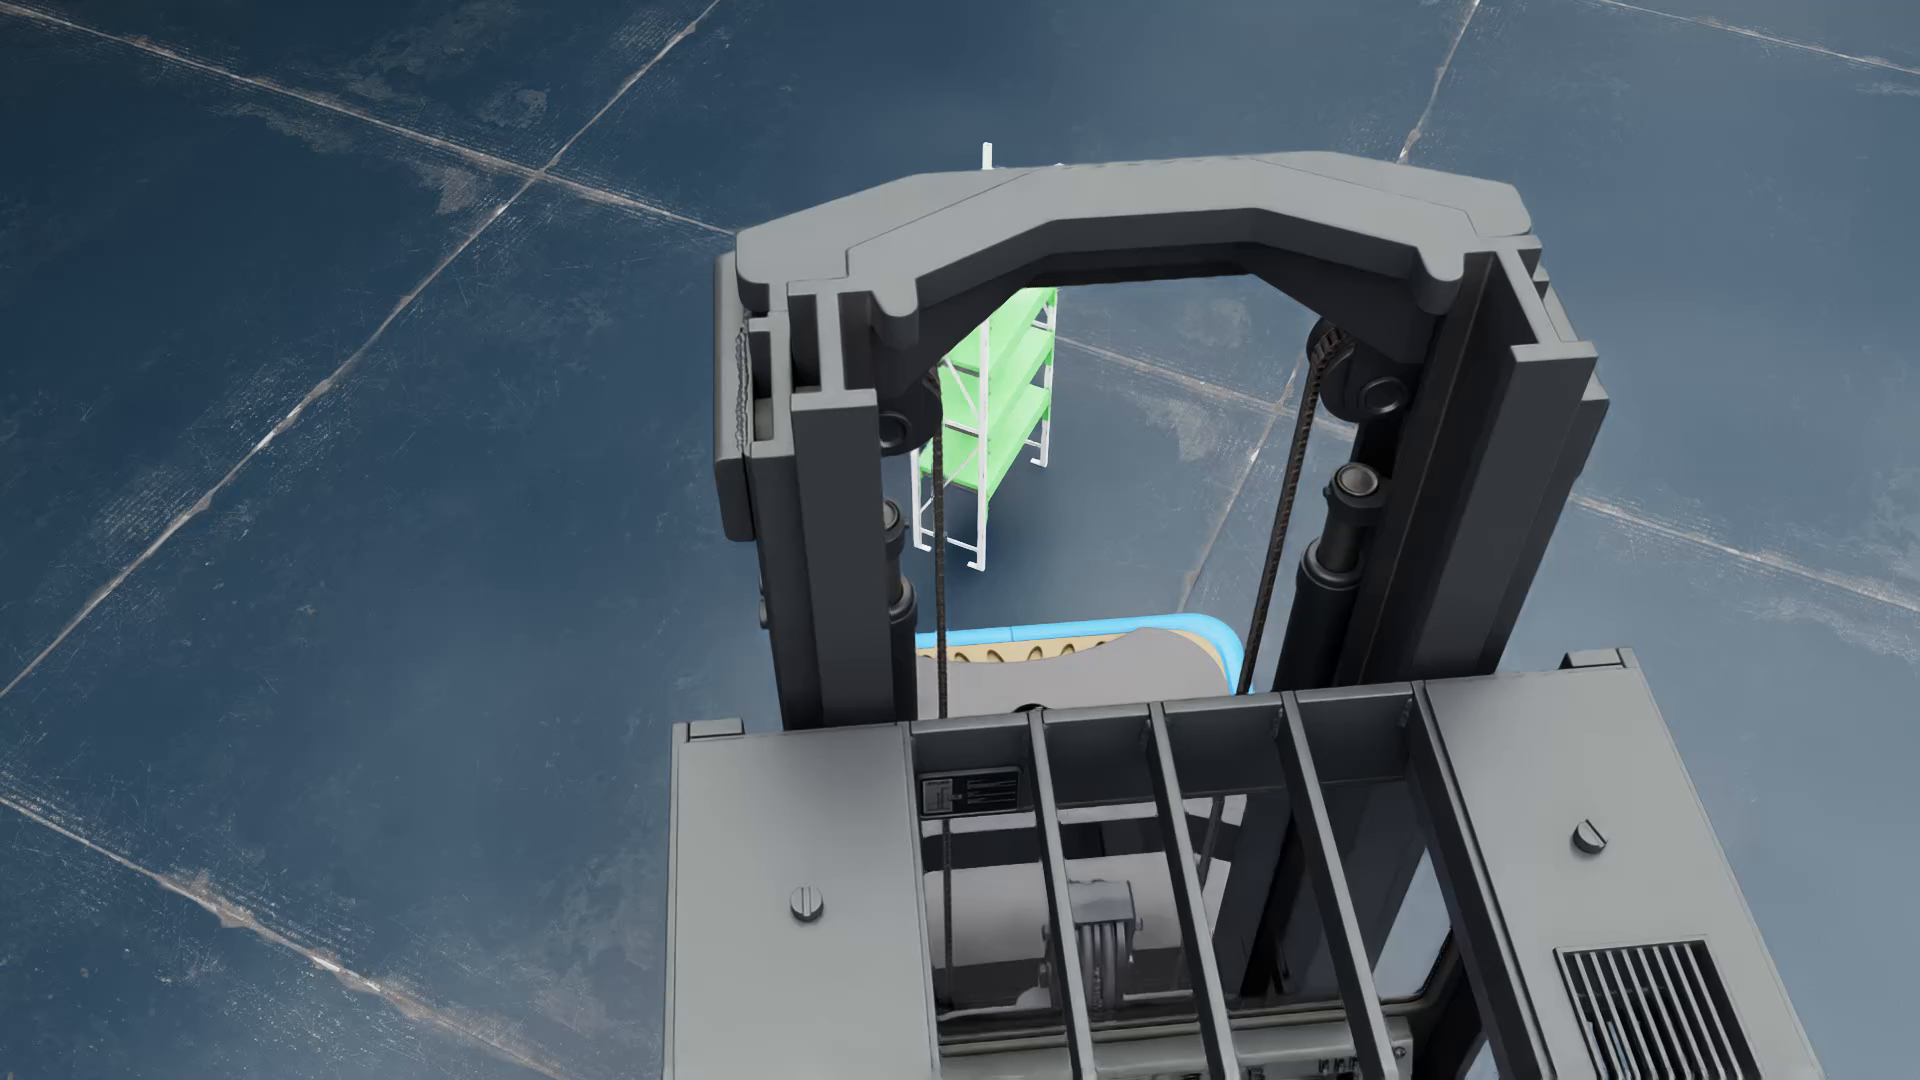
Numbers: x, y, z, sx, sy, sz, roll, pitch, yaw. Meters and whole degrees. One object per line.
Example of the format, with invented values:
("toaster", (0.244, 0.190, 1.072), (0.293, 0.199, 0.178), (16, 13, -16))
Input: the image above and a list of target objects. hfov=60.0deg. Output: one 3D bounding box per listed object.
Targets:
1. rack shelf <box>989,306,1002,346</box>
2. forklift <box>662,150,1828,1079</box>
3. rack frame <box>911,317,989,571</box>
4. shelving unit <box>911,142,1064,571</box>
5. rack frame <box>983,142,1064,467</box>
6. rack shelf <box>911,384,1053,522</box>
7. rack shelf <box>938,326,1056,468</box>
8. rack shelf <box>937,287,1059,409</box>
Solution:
("rack shelf", (0.071, -0.772, 4.573), (0.258, 0.148, 0.480), (20, 52, 16))
("forklift", (0.252, 1.057, 2.426), (1.130, 2.935, 3.031), (-4, 50, -4))
("rack frame", (-0.034, -0.335, 4.747), (0.240, 1.200, 0.015), (20, 52, 16))
("shelving unit", (0.071, -0.503, 4.890), (0.258, 1.200, 0.503), (20, 52, 16))
("rack frame", (0.175, -0.671, 5.033), (0.240, 1.200, 0.015), (20, 52, 16))
("rack shelf", (0.071, -0.306, 5.121), (0.258, 0.148, 0.480), (20, 52, 16))
("rack shelf", (0.071, -0.461, 4.939), (0.258, 0.148, 0.480), (20, 52, 16))
("rack shelf", (0.071, -0.617, 4.756), (0.258, 0.148, 0.480), (20, 52, 16))
